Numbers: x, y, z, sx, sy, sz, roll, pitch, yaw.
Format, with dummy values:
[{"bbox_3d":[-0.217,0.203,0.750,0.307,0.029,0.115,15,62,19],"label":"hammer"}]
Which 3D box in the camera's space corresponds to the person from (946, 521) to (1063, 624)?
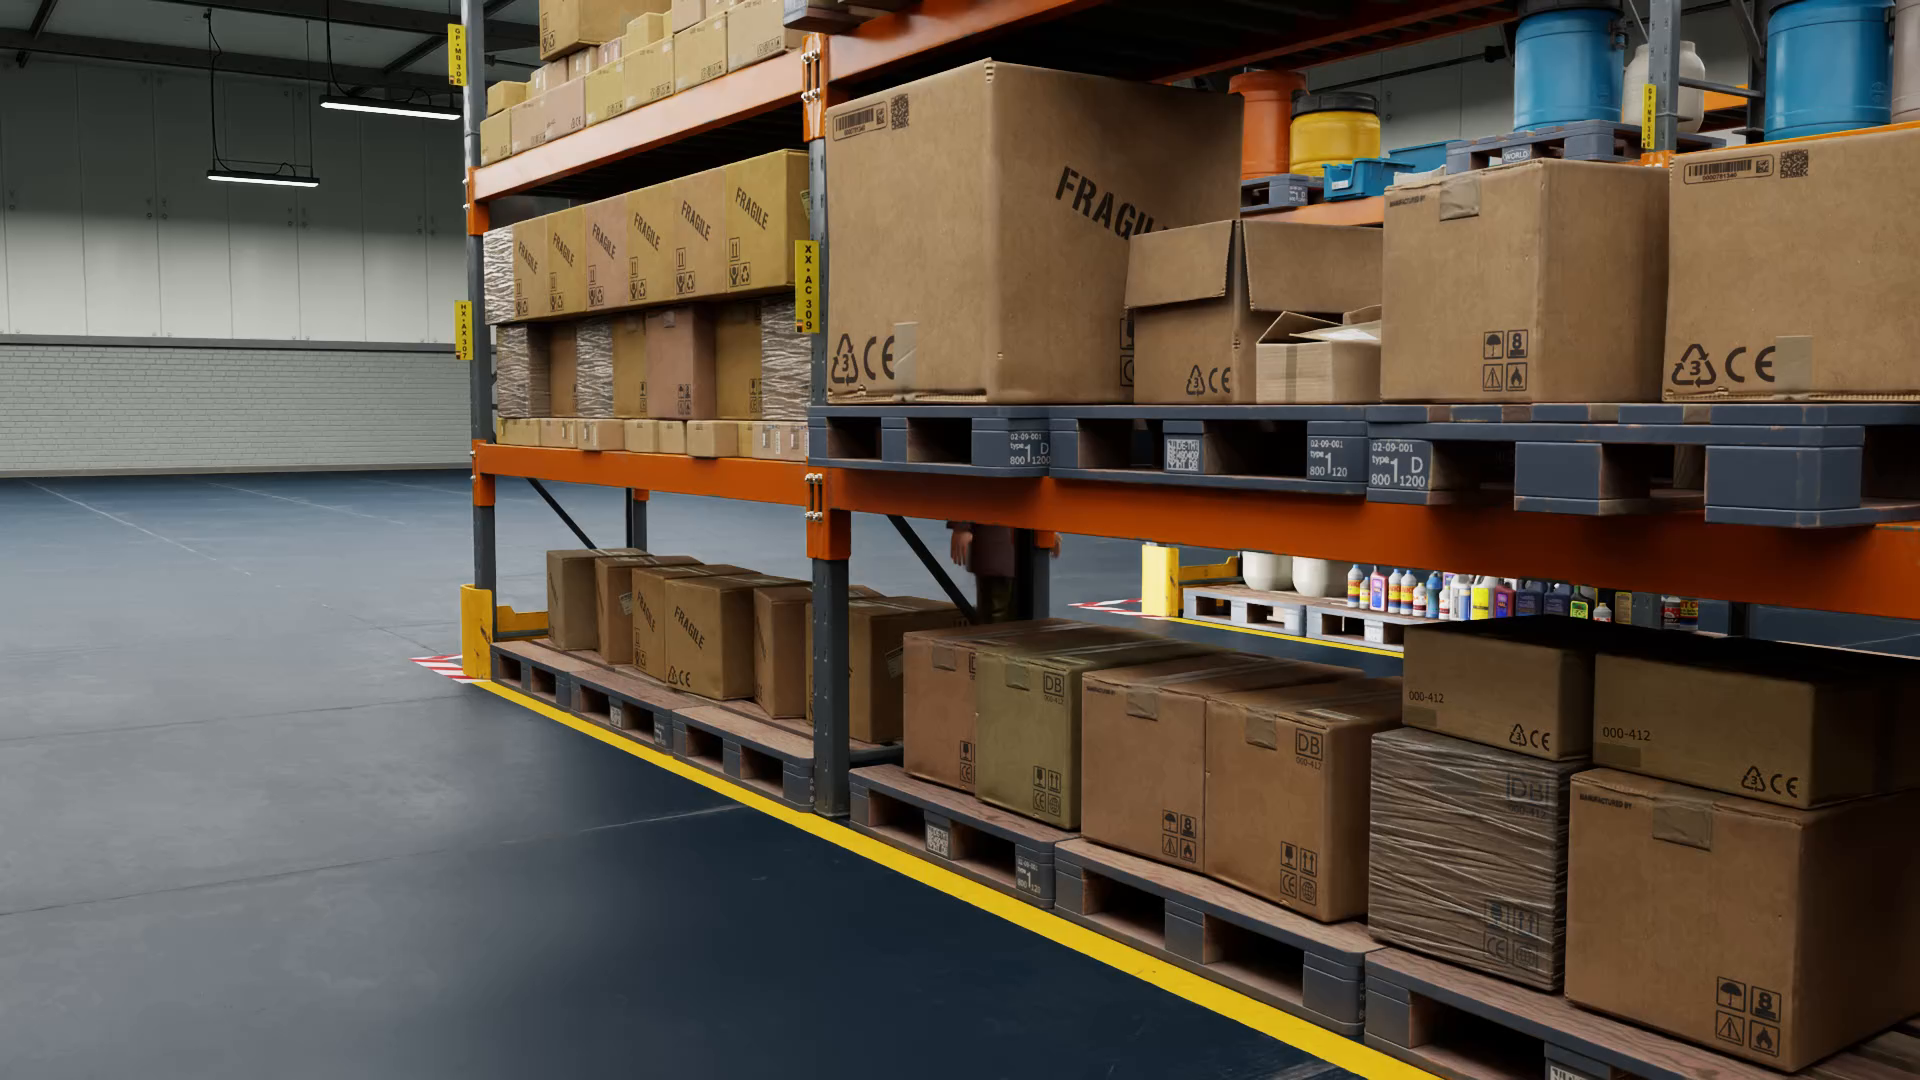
[{"bbox_3d":[0.236,-0.055,8.224,0.467,1.779,0.649,4,6,42],"label":"person"}]
